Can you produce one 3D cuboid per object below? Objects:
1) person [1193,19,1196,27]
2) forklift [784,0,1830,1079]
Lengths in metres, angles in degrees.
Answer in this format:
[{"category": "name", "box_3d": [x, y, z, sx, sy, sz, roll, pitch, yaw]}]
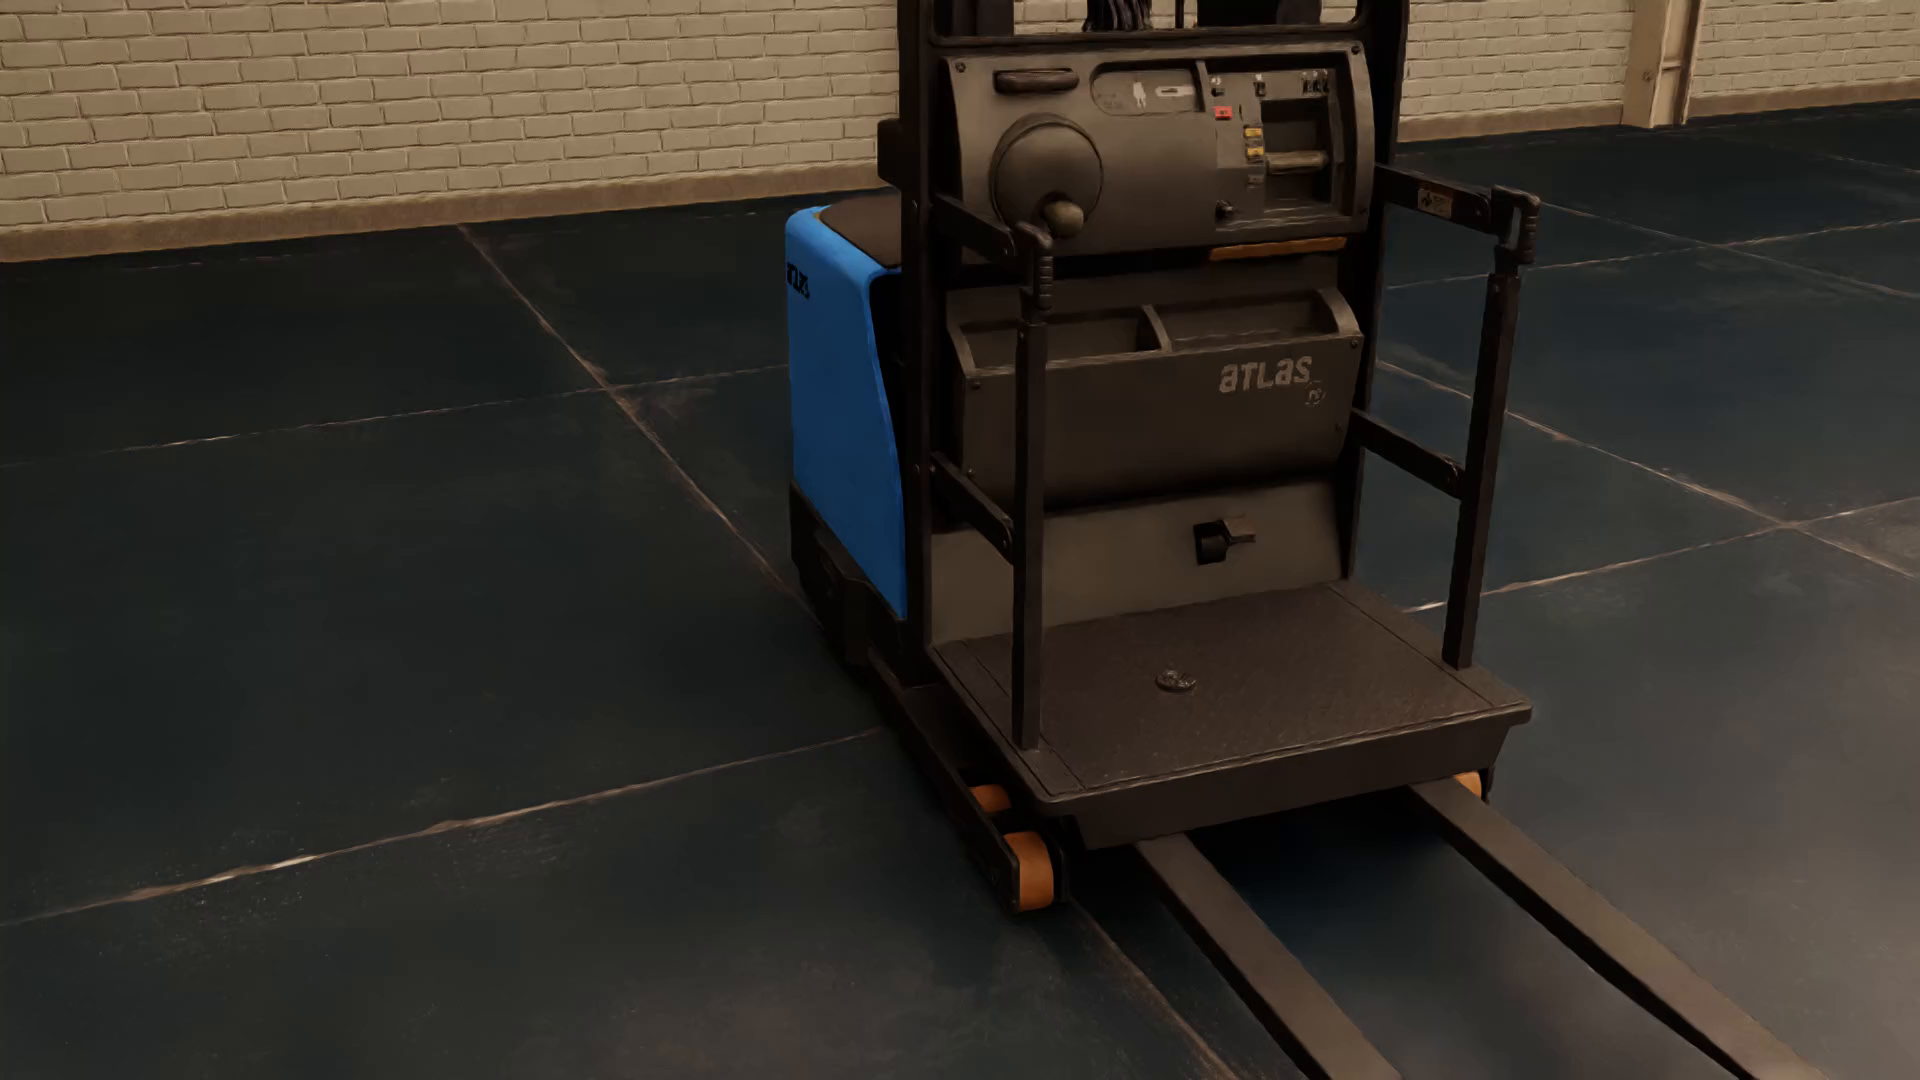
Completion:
[{"category": "person", "box_3d": [0.468, -0.863, 5.196, 0.777, 1.576, 1.012, -18, 29, -37]}, {"category": "forklift", "box_3d": [0.498, -0.788, 3.183, 1.130, 2.935, 3.031, -8, 24, -18]}]
